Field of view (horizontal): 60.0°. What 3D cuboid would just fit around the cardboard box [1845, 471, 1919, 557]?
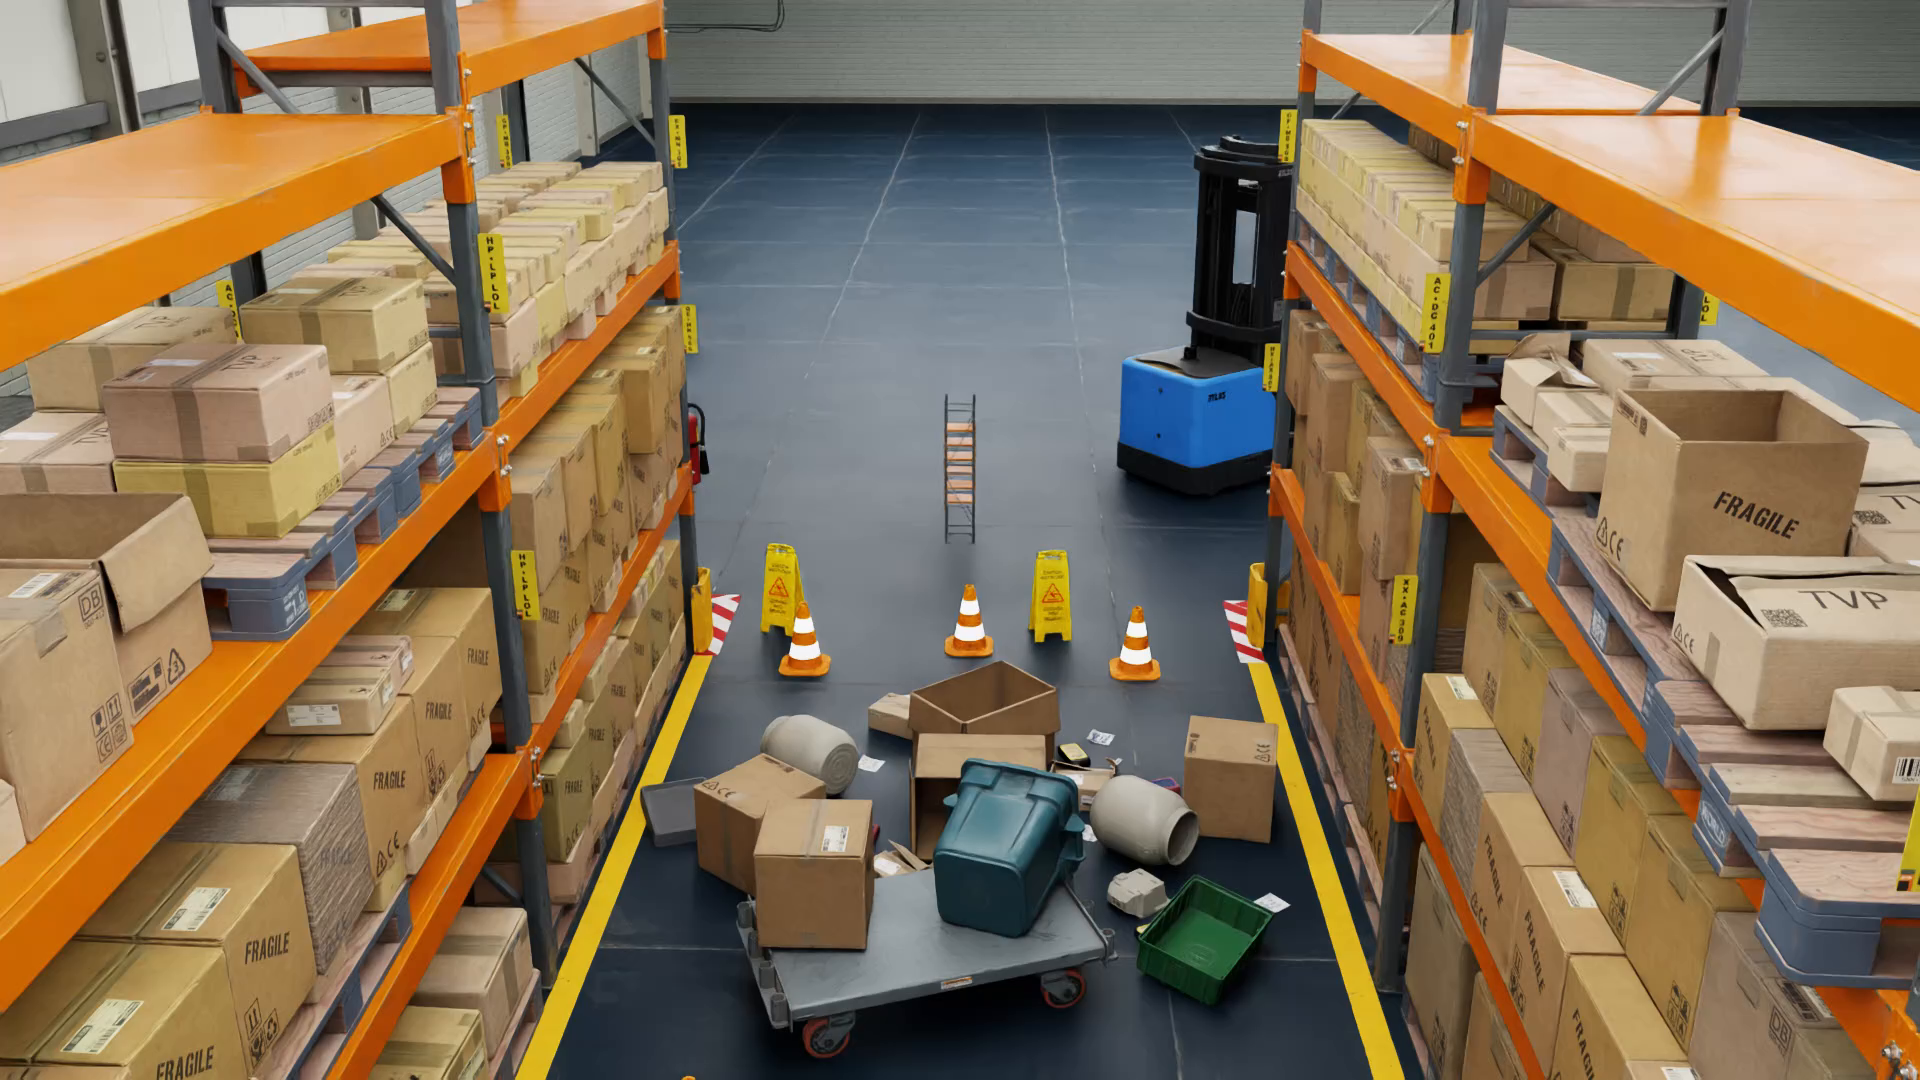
[{"bbox_3d":[2.648,-0.027,4.710,0.500,0.311,0.500,0,21,1],"label":"cardboard box"}]

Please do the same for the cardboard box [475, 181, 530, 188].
[{"bbox_3d":[-2.690,-1.968,9.552,0.380,0.149,0.250,1,21,1],"label":"cardboard box"}]

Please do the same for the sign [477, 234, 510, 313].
[{"bbox_3d":[-1.899,-1.084,6.770,0.100,0.325,0.005,1,21,2],"label":"sign"}]

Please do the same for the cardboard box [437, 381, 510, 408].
[{"bbox_3d":[-2.196,-0.658,7.279,0.380,0.149,0.250,0,21,1],"label":"cardboard box"}]

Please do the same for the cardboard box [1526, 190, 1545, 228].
[{"bbox_3d":[2.870,-1.547,7.748,0.380,0.149,0.250,0,21,1],"label":"cardboard box"}]

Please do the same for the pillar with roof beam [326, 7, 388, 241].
[{"bbox_3d":[-3.547,-7.612,20.706,9.100,9.000,0.400,1,21,2],"label":"pillar with roof beam"}]

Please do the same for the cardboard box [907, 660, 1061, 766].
[{"bbox_3d":[0.145,1.115,9.960,0.797,0.503,0.637,-16,26,-35],"label":"cardboard box"}]

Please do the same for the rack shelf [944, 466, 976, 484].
[{"bbox_3d":[0.000,-0.523,13.341,0.258,0.103,0.180,1,21,2],"label":"rack shelf"}]

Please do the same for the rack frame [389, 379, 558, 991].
[{"bbox_3d":[-2.453,0.734,7.490,1.000,3.000,0.127,1,21,2],"label":"rack frame"}]

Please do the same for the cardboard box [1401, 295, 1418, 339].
[{"bbox_3d":[2.196,-0.998,7.436,0.380,0.149,0.250,1,21,3],"label":"cardboard box"}]

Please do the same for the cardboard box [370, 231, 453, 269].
[{"bbox_3d":[-2.646,-1.413,8.121,0.380,0.149,0.250,0,21,1],"label":"cardboard box"}]

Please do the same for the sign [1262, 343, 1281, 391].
[{"bbox_3d":[2.064,-1.143,11.022,0.100,0.325,0.005,1,21,2],"label":"sign"}]

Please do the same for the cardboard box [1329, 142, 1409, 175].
[{"bbox_3d":[2.259,-2.105,9.186,0.380,0.149,0.250,0,21,1],"label":"cardboard box"}]

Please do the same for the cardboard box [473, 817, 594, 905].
[{"bbox_3d":[-2.166,1.610,8.454,0.500,0.250,0.500,0,21,-1],"label":"cardboard box"}]

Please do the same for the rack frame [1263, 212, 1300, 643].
[{"bbox_3d":[2.619,-0.694,11.171,1.000,3.000,0.127,1,21,2],"label":"rack frame"}]

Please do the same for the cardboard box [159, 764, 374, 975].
[{"bbox_3d":[-2.289,1.078,5.474,0.500,0.500,0.500,0,21,0],"label":"cardboard box"}]

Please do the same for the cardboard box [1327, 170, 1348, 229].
[{"bbox_3d":[2.319,-1.866,9.122,0.500,0.250,0.500,0,21,1],"label":"cardboard box"}]

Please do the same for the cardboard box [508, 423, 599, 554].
[{"bbox_3d":[-2.186,-0.258,8.116,0.700,0.500,0.500,1,21,2],"label":"cardboard box"}]

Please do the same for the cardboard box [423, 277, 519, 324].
[{"bbox_3d":[-2.118,-1.029,7.133,0.380,0.149,0.250,0,21,1],"label":"cardboard box"}]

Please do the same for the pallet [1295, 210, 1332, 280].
[{"bbox_3d":[2.607,-1.783,9.953,1.003,0.211,1.213,1,21,2],"label":"pallet"}]

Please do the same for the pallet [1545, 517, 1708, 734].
[{"bbox_3d":[2.373,0.250,4.852,1.003,0.211,1.213,2,21,4],"label":"pallet"}]

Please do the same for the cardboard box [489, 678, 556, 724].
[{"bbox_3d":[-2.123,0.741,7.820,0.380,0.149,0.250,1,21,1],"label":"cardboard box"}]

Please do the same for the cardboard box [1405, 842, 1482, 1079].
[{"bbox_3d":[2.568,1.831,7.194,1.050,0.750,0.750,1,21,1],"label":"cardboard box"}]

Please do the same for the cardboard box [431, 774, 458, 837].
[{"bbox_3d":[-2.191,1.033,6.486,0.380,0.149,0.250,0,21,1],"label":"cardboard box"}]

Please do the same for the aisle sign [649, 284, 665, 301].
[{"bbox_3d":[-2.040,-1.943,10.797,0.394,0.787,0.004,1,21,2],"label":"aisle sign"}]

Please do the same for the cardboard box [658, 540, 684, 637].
[{"bbox_3d":[-2.095,0.317,10.749,0.500,0.500,0.500,1,21,2],"label":"cardboard box"}]

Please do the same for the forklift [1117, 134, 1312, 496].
[{"bbox_3d":[2.902,-2.155,15.032,3.031,2.935,1.130,-15,26,-34],"label":"forklift"}]

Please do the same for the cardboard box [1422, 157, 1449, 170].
[{"bbox_3d":[2.867,-2.043,9.578,0.500,0.250,0.500,1,21,2],"label":"cardboard box"}]

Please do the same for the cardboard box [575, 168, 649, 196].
[{"bbox_3d":[-2.093,-2.147,10.013,0.380,0.149,0.250,1,21,3],"label":"cardboard box"}]

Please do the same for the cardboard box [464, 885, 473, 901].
[{"bbox_3d":[-2.704,1.604,8.470,0.500,0.250,0.500,2,21,4],"label":"cardboard box"}]

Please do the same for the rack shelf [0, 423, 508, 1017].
[{"bbox_3d":[-2.514,0.394,5.214,1.077,0.370,4.000,1,21,2],"label":"rack shelf"}]

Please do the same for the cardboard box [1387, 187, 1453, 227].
[{"bbox_3d":[2.214,-1.552,7.761,0.380,0.149,0.250,1,21,3],"label":"cardboard box"}]

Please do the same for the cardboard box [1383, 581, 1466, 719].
[{"bbox_3d":[2.497,0.549,7.761,0.875,0.550,0.550,1,21,2],"label":"cardboard box"}]

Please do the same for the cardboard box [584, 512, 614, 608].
[{"bbox_3d":[-2.141,0.030,8.756,0.500,0.500,0.500,0,21,1],"label":"cardboard box"}]

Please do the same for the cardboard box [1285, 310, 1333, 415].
[{"bbox_3d":[2.569,-1.134,10.604,0.875,0.550,0.550,1,21,2],"label":"cardboard box"}]

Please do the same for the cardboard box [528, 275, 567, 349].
[{"bbox_3d":[-2.160,-1.076,7.804,0.500,0.250,0.500,0,21,1],"label":"cardboard box"}]

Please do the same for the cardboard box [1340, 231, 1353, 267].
[{"bbox_3d":[2.243,-1.549,8.856,0.380,0.149,0.250,1,21,2],"label":"cardboard box"}]

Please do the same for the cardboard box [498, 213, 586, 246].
[{"bbox_3d":[-2.153,-1.592,8.584,0.380,0.149,0.250,1,21,3],"label":"cardboard box"}]

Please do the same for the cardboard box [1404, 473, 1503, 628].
[{"bbox_3d":[2.543,0.046,7.564,0.875,0.550,0.550,1,21,2],"label":"cardboard box"}]

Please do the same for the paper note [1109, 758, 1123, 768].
[{"bbox_3d":[0.944,1.347,10.042,0.032,0.001,0.123,13,25,29],"label":"paper note"}]

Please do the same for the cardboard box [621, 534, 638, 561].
[{"bbox_3d":[-2.098,0.006,9.714,0.380,0.149,0.250,0,21,1],"label":"cardboard box"}]

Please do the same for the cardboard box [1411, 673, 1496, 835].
[{"bbox_3d":[2.212,0.893,6.943,0.500,0.500,0.500,1,21,2],"label":"cardboard box"}]

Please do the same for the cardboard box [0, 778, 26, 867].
[{"bbox_3d":[-2.388,0.640,3.771,0.396,0.266,0.258,1,21,2],"label":"cardboard box"}]

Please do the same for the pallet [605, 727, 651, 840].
[{"bbox_3d":[-2.434,1.349,9.761,1.003,0.211,1.213,1,21,2],"label":"pallet"}]

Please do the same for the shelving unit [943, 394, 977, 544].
[{"bbox_3d":[0.000,-0.565,13.325,0.258,1.200,0.189,1,21,2],"label":"shelving unit"}]

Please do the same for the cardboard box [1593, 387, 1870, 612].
[{"bbox_3d":[2.149,-0.121,4.689,0.500,0.500,0.500,1,21,2],"label":"cardboard box"}]

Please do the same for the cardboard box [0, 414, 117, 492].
[{"bbox_3d":[-2.880,-0.218,5.423,0.500,0.250,0.500,0,21,1],"label":"cardboard box"}]

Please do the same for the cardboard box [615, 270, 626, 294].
[{"bbox_3d":[-2.114,-1.494,9.433,0.380,0.149,0.250,0,21,1],"label":"cardboard box"}]

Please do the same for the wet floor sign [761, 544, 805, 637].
[{"bbox_3d":[-1.256,0.329,11.790,0.267,0.644,0.232,8,23,20],"label":"wet floor sign"}]

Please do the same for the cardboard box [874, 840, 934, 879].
[{"bbox_3d":[-0.283,1.738,8.683,0.258,0.266,0.396,-16,26,-35],"label":"cardboard box"}]

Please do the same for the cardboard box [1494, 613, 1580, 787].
[{"bbox_3d":[2.475,0.605,6.303,0.700,0.500,0.500,0,21,1],"label":"cardboard box"}]

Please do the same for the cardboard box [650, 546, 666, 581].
[{"bbox_3d":[-2.040,0.148,10.288,0.380,0.149,0.250,1,21,3],"label":"cardboard box"}]

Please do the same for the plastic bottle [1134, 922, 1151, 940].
[{"bbox_3d":[0.997,2.006,8.276,0.133,0.061,0.283,-11,24,-26],"label":"plastic bottle"}]

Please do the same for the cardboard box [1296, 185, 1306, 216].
[{"bbox_3d":[2.288,-2.097,10.270,0.380,0.149,0.250,1,21,2],"label":"cardboard box"}]

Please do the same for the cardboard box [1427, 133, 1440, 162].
[{"bbox_3d":[2.931,-2.281,9.641,0.380,0.149,0.250,1,21,3],"label":"cardboard box"}]

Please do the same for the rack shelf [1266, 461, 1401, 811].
[{"bbox_3d":[2.558,0.364,9.438,1.077,0.370,4.000,1,21,2],"label":"rack shelf"}]
